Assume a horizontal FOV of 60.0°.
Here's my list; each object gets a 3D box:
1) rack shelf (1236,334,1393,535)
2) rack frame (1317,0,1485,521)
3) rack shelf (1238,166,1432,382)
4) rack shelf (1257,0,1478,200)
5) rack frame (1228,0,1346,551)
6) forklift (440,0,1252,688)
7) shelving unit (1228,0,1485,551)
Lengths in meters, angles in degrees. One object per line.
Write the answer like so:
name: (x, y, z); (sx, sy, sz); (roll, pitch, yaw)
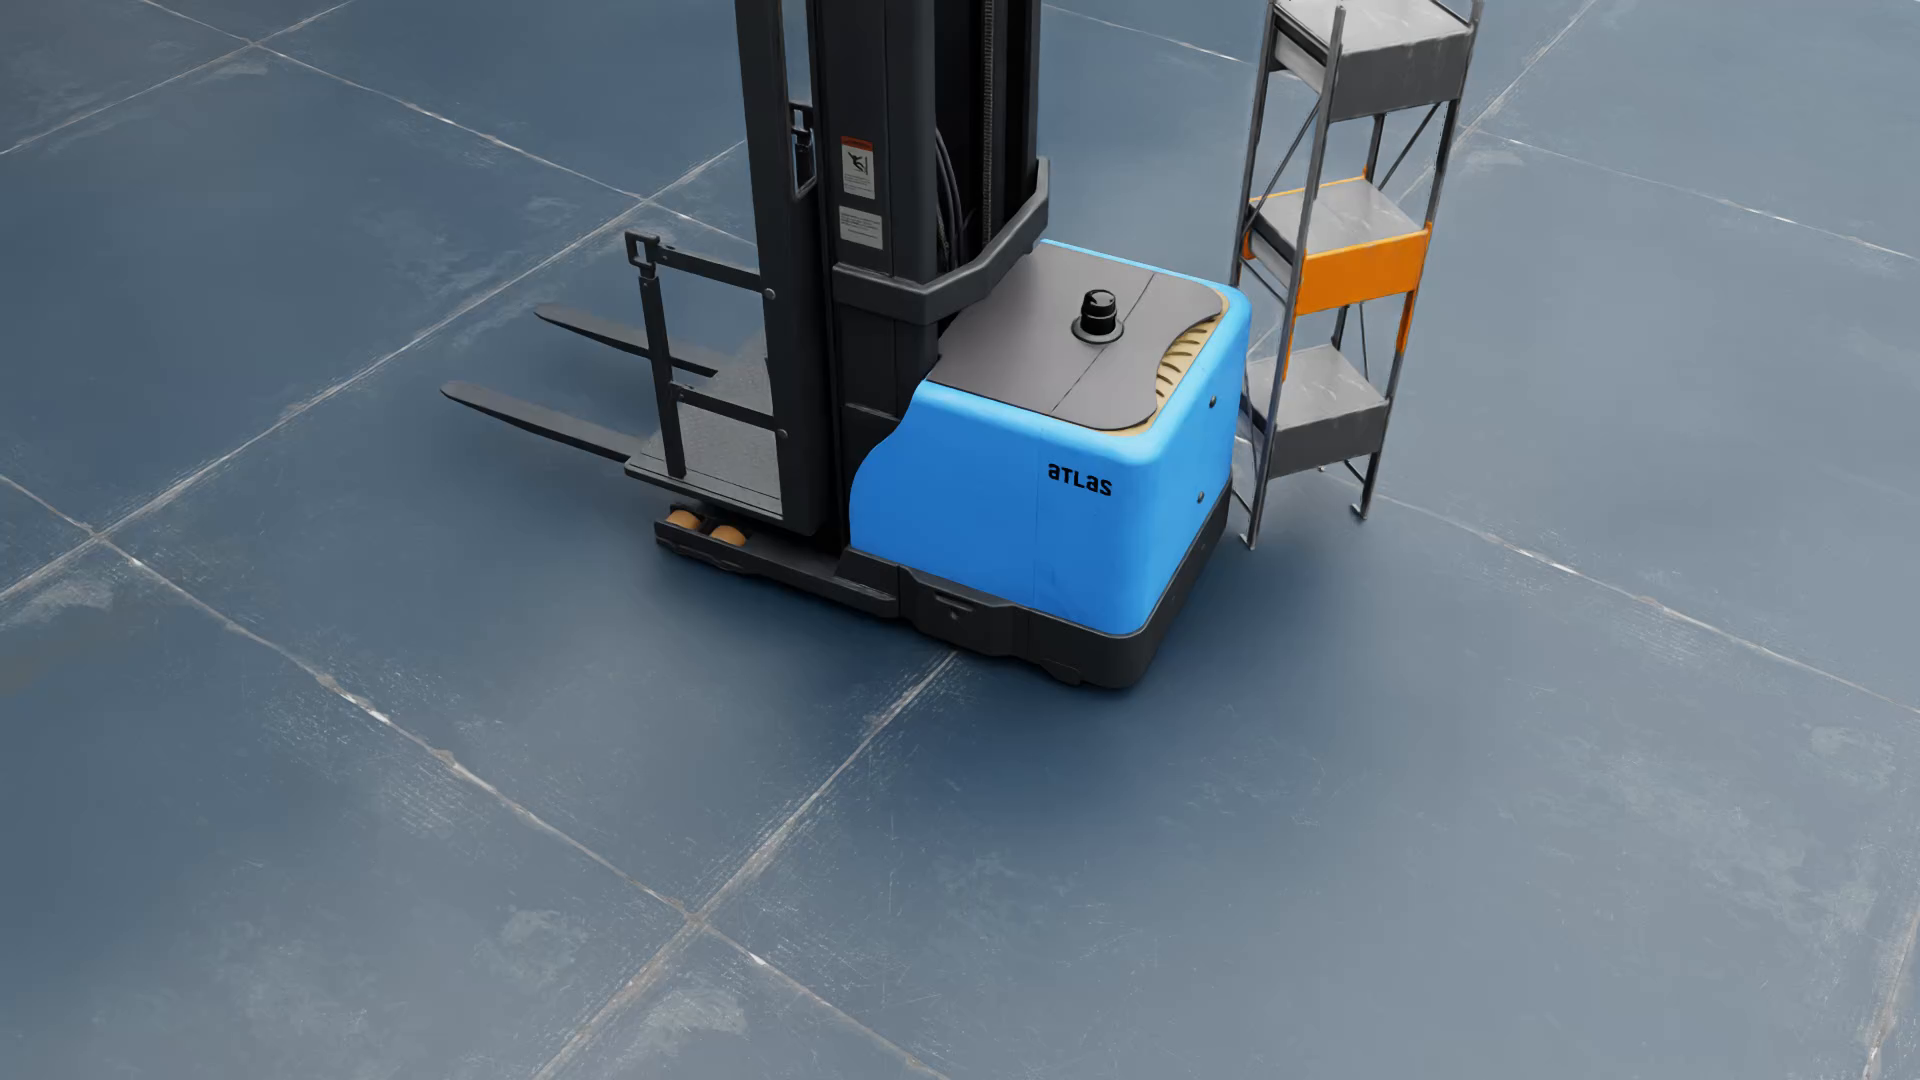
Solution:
rack shelf: (1.247, -0.394, 6.181); (0.480, 0.518, 0.431); (-14, 44, -16)
rack frame: (1.481, -0.986, 5.776); (0.015, 2.100, 0.400); (-14, 44, -16)
rack shelf: (1.254, -0.918, 5.717); (0.480, 0.518, 0.431); (-14, 44, -16)
rack shelf: (1.261, -1.442, 5.253); (0.480, 0.518, 0.431); (-14, 44, -16)
rack frame: (1.027, -0.871, 5.639); (0.015, 2.100, 0.400); (-14, 44, -16)
forklift: (-0.558, -1.276, 5.478); (3.031, 2.935, 1.130); (18, 45, 19)
shelving unit: (1.254, -0.928, 5.708); (0.503, 2.100, 0.431); (-14, 44, -16)
